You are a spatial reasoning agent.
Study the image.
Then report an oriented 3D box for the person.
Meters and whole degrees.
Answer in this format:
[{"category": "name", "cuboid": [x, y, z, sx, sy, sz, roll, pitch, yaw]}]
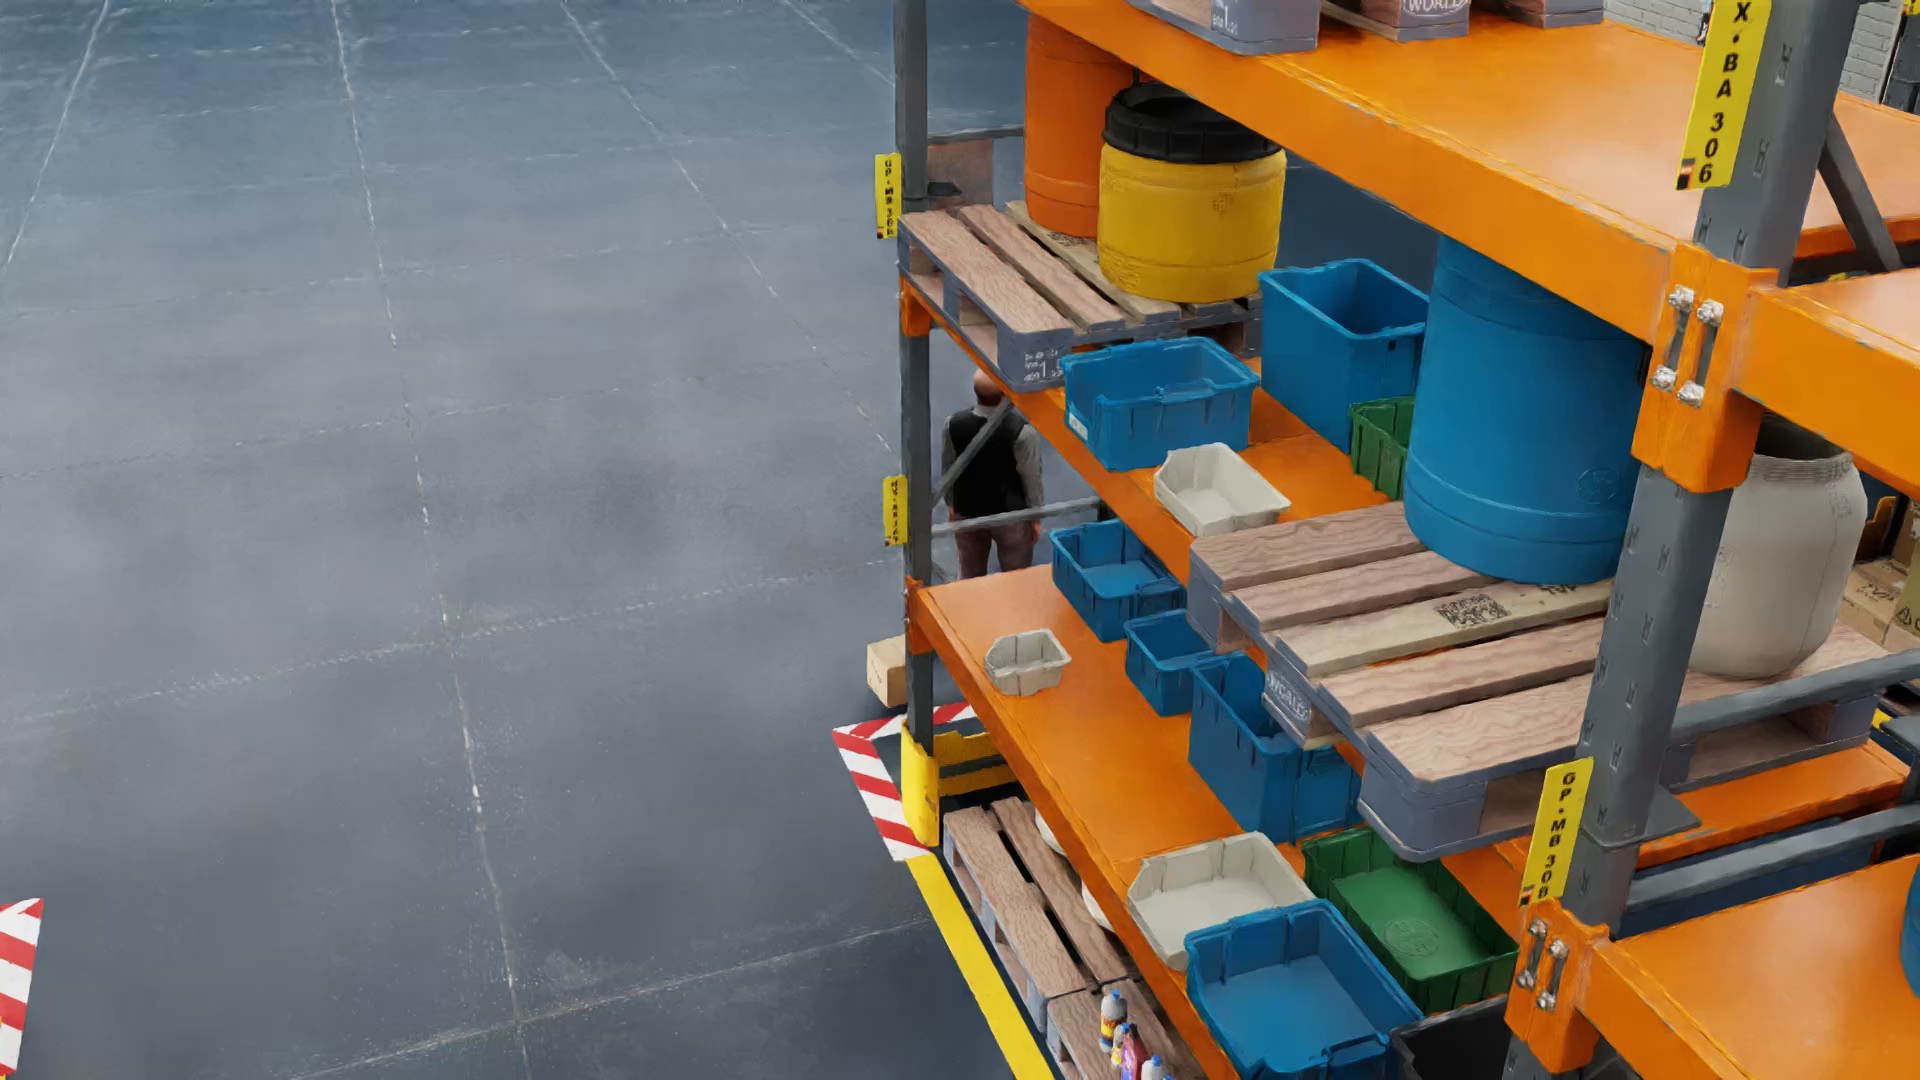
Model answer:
[{"category": "person", "cuboid": [0.176, -0.137, 8.570, 0.542, 1.723, 0.374, 10, 31, 16]}]
